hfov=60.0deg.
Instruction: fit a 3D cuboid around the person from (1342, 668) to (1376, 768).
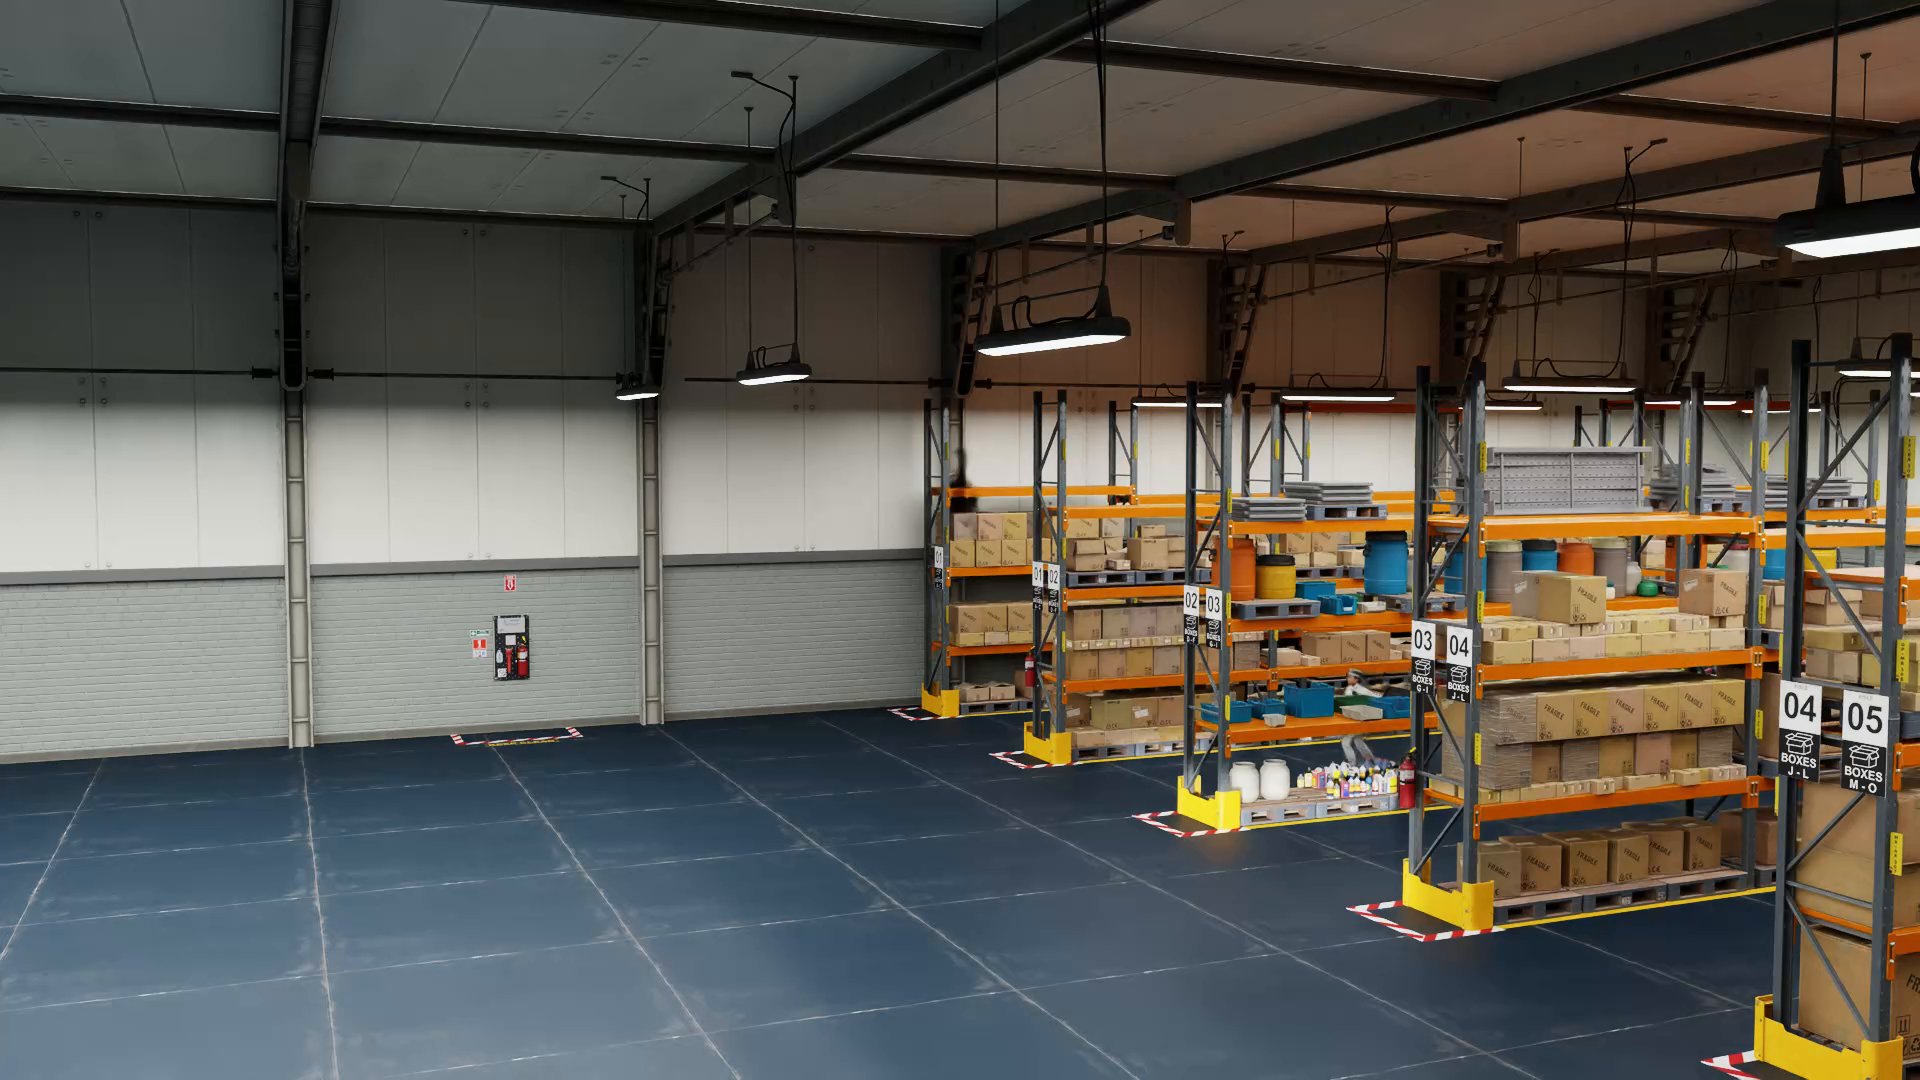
[{"bbox_3d":[6.067,2.814,25.496,0.787,1.710,0.591,-1,3,-15],"label":"person"}]
